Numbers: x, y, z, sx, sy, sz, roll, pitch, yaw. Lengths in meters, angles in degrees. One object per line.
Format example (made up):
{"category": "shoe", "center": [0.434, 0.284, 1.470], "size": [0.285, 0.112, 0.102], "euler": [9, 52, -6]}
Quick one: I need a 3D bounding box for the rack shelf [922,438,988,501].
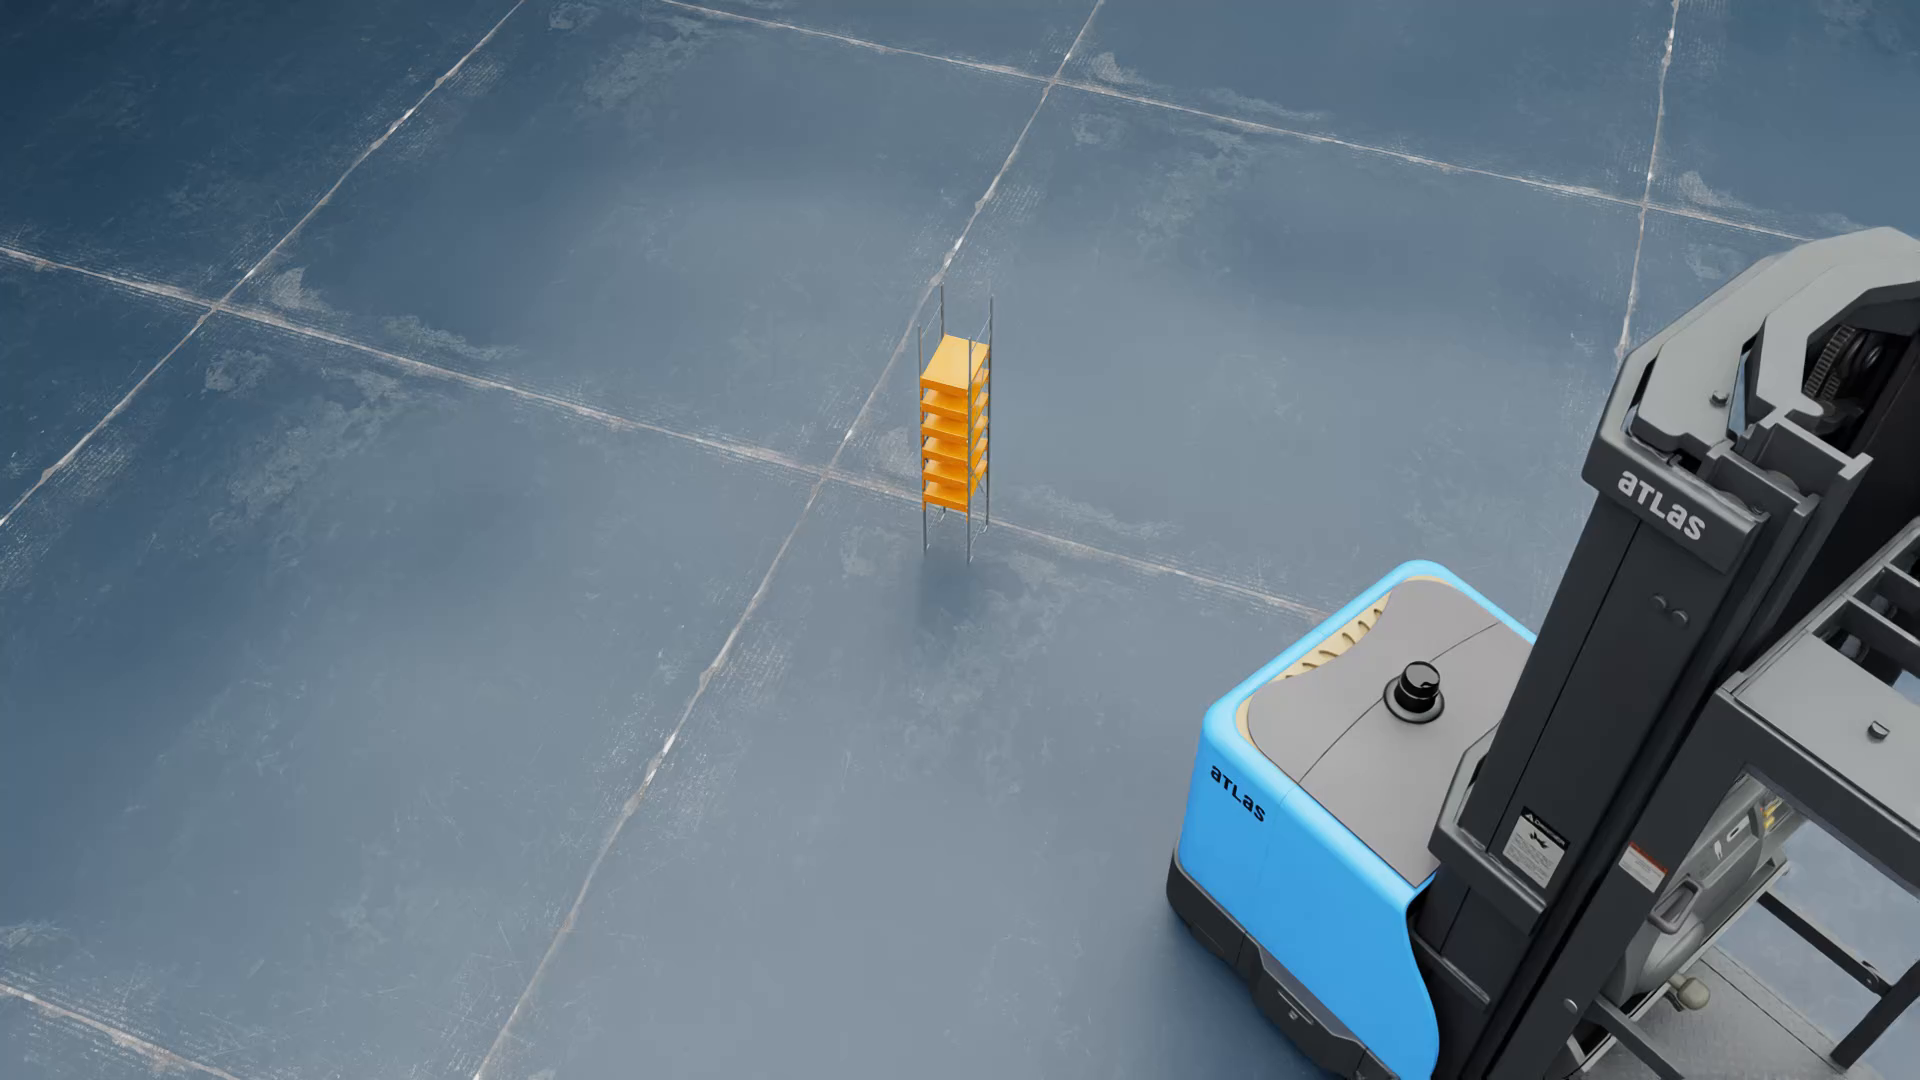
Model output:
{"category": "rack shelf", "center": [-0.014, -0.289, 6.291], "size": [0.180, 0.103, 0.258], "euler": [16, 51, 13]}

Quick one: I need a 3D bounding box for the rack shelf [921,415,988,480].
{"category": "rack shelf", "center": [-0.014, -0.368, 6.200], "size": [0.180, 0.103, 0.258], "euler": [16, 51, 13]}

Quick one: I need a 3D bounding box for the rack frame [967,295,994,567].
{"category": "rack frame", "center": [0.072, -0.373, 6.146], "size": [0.006, 1.200, 0.240], "euler": [16, 51, 13]}

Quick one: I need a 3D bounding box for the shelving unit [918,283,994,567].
{"category": "shelving unit", "center": [-0.014, -0.397, 6.166], "size": [0.189, 1.200, 0.258], "euler": [16, 51, 13]}

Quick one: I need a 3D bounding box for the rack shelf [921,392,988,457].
{"category": "rack shelf", "center": [-0.014, -0.446, 6.109], "size": [0.180, 0.103, 0.258], "euler": [16, 51, 13]}

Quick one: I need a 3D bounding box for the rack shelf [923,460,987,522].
{"category": "rack shelf", "center": [-0.014, -0.210, 6.381], "size": [0.180, 0.103, 0.258], "euler": [16, 51, 13]}

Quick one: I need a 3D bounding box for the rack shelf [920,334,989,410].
{"category": "rack shelf", "center": [-0.014, -0.603, 5.928], "size": [0.180, 0.103, 0.258], "euler": [16, 51, 13]}

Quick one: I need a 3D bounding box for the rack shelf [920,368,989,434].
{"category": "rack shelf", "center": [-0.014, -0.525, 6.019], "size": [0.180, 0.103, 0.258], "euler": [16, 51, 13]}

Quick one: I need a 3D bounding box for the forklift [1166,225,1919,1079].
{"category": "forklift", "center": [2.011, 0.870, 3.923], "size": [1.130, 2.935, 3.031], "euler": [-32, 56, -25]}

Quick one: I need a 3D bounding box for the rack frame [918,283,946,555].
{"category": "rack frame", "center": [-0.099, -0.421, 6.187], "size": [0.006, 1.200, 0.240], "euler": [16, 51, 13]}
